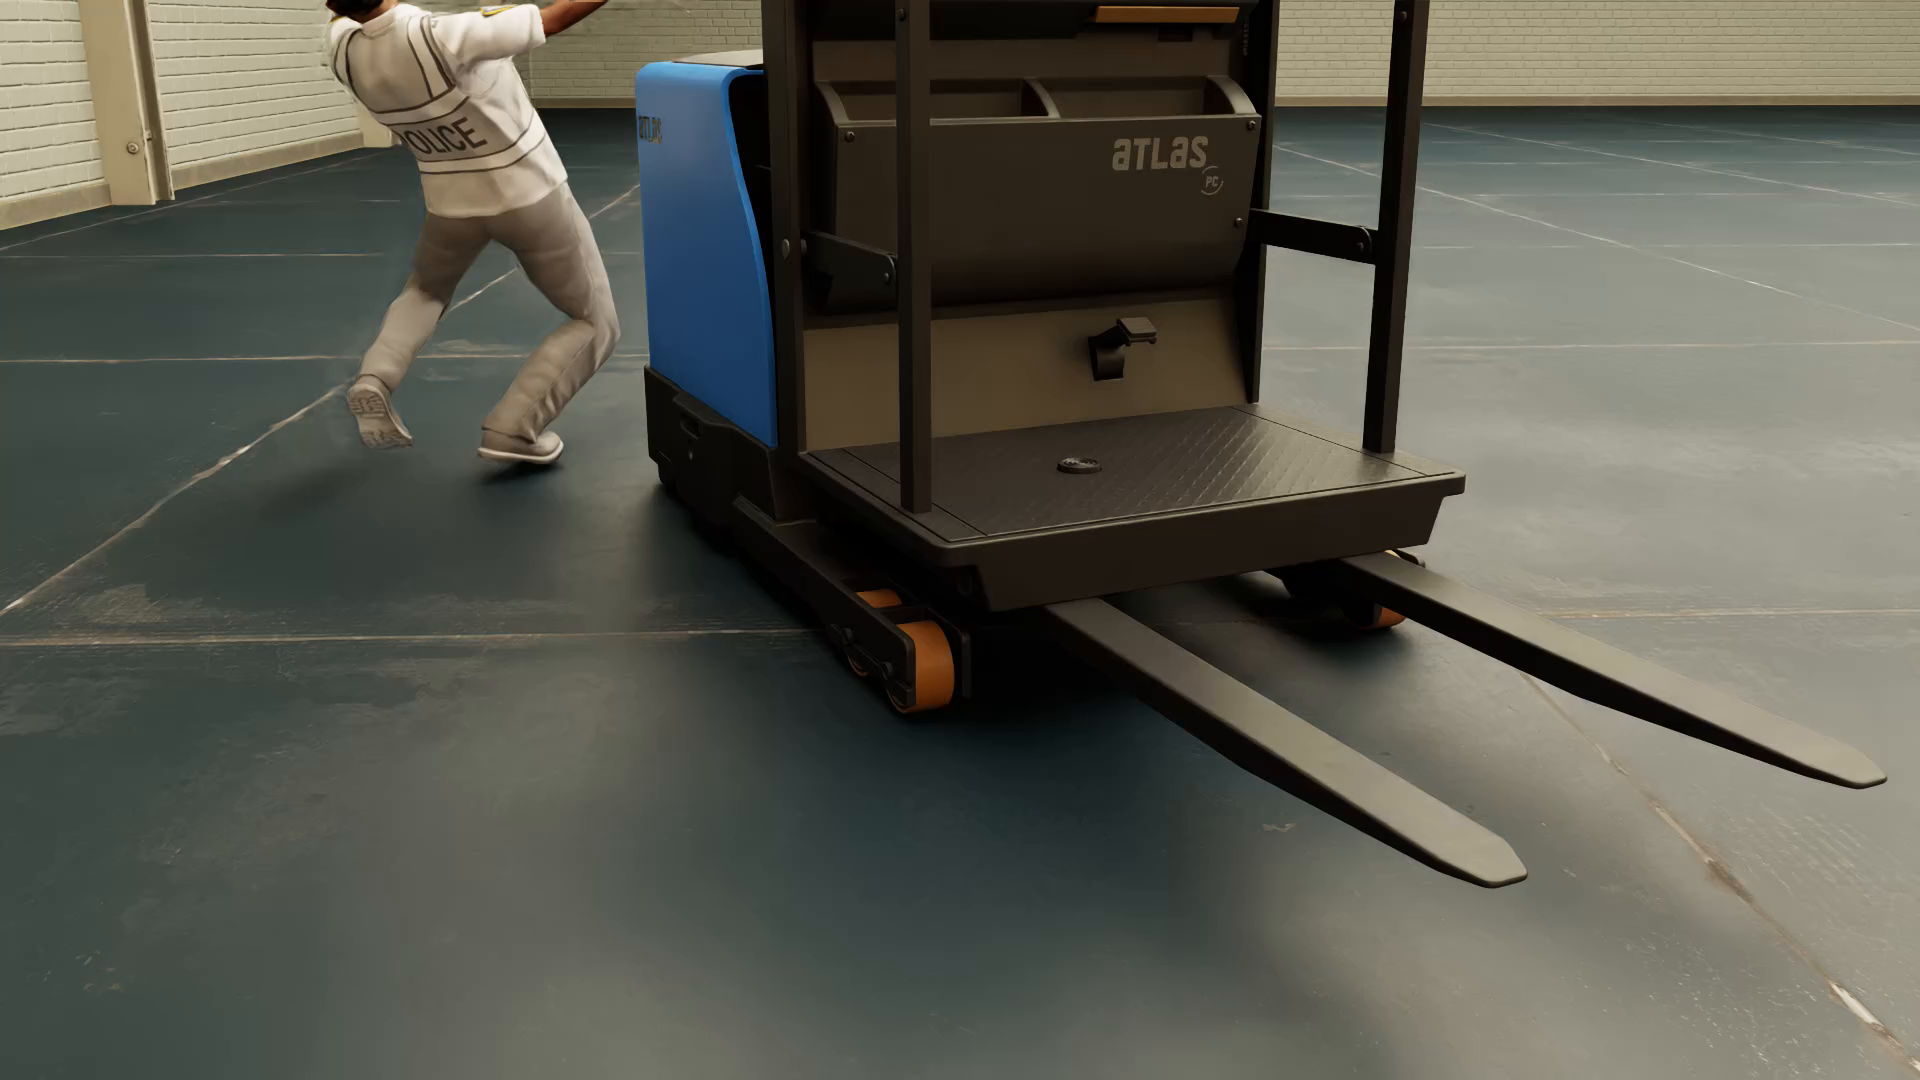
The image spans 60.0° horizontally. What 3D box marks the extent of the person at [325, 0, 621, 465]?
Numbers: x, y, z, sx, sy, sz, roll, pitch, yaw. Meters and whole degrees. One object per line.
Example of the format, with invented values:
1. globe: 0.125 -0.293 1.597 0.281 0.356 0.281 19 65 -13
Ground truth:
1. person: -1.220 -0.951 4.296 0.941 1.575 0.688 5 18 15

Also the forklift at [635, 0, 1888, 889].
1. forklift: 0.258 -1.240 2.962 1.130 2.935 3.031 -8 19 -24
